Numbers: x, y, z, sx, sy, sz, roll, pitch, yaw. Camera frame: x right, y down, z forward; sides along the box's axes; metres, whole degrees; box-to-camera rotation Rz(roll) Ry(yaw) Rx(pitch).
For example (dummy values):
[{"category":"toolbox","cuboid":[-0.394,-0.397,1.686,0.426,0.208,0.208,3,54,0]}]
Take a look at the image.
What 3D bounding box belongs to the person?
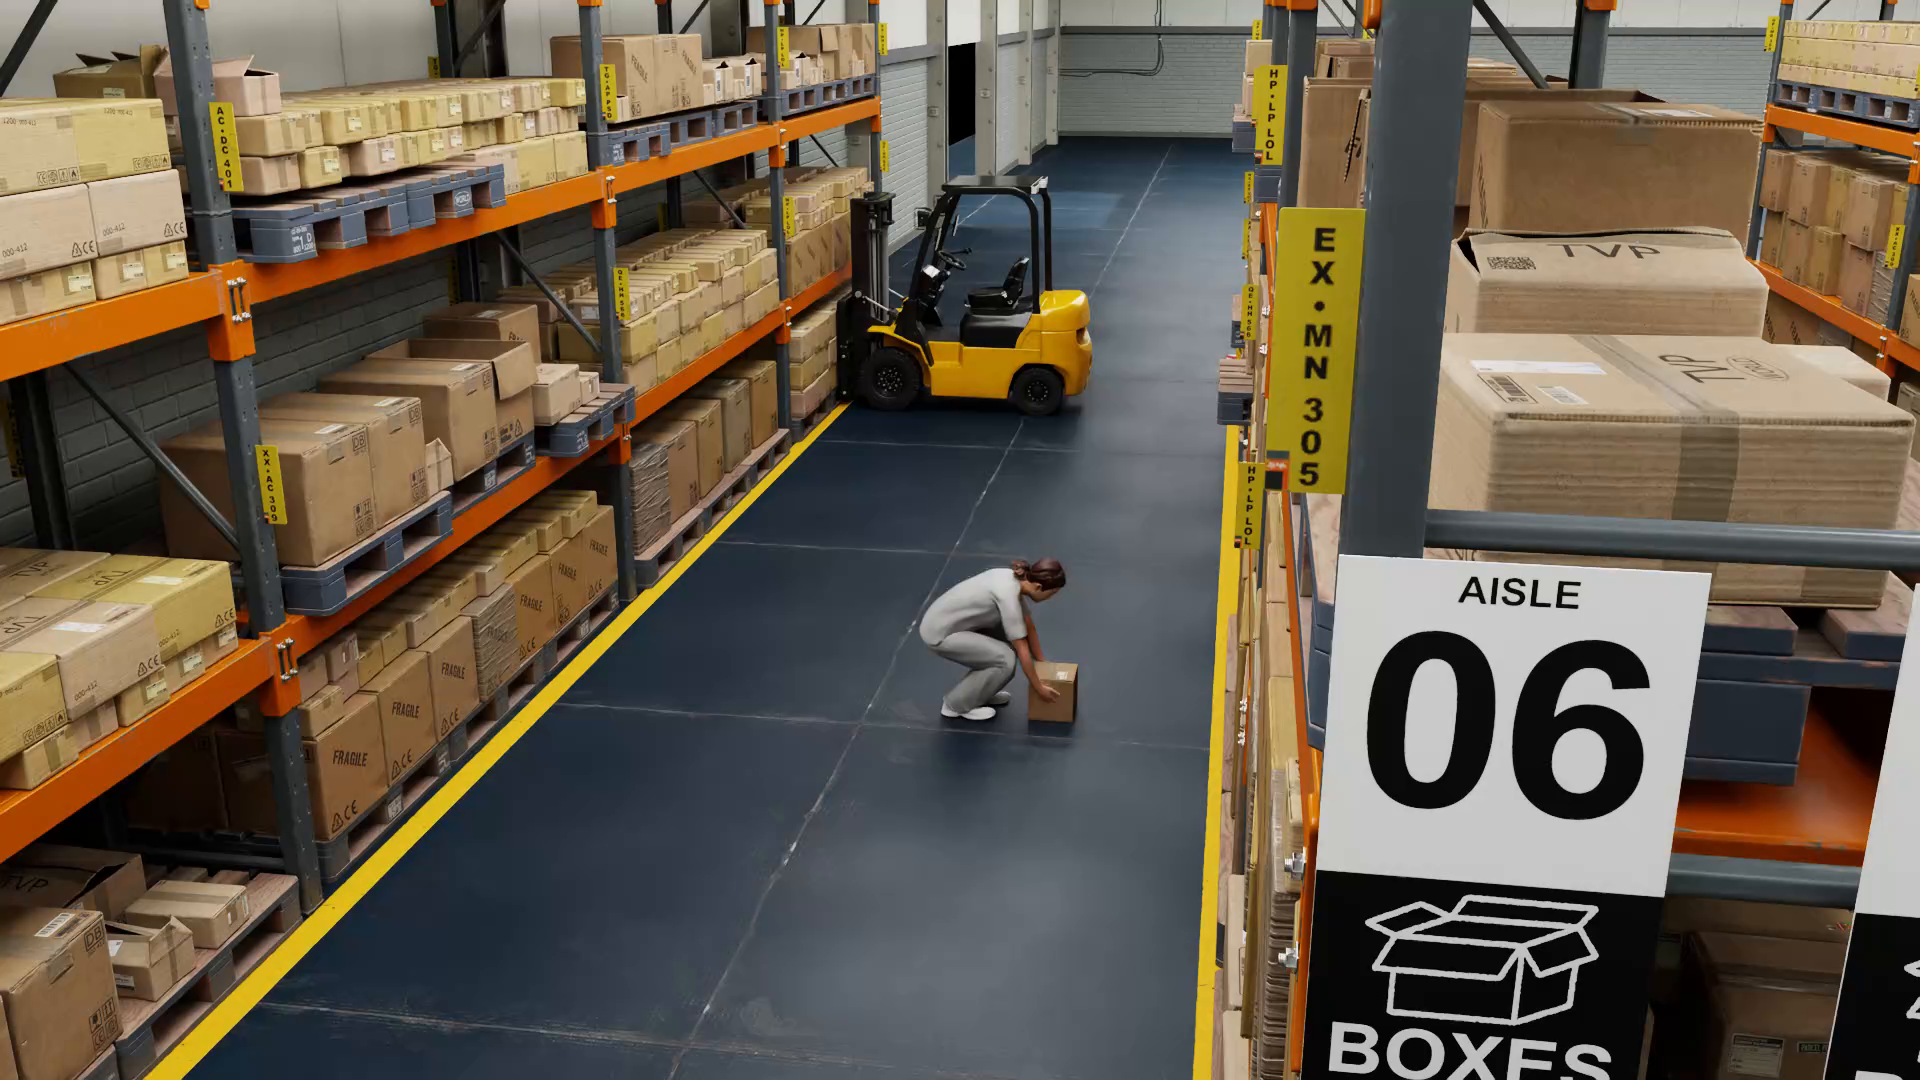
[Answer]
[{"category":"person","cuboid":[0.181,0.523,9.218,0.797,0.892,0.485,3,18,9]}]
